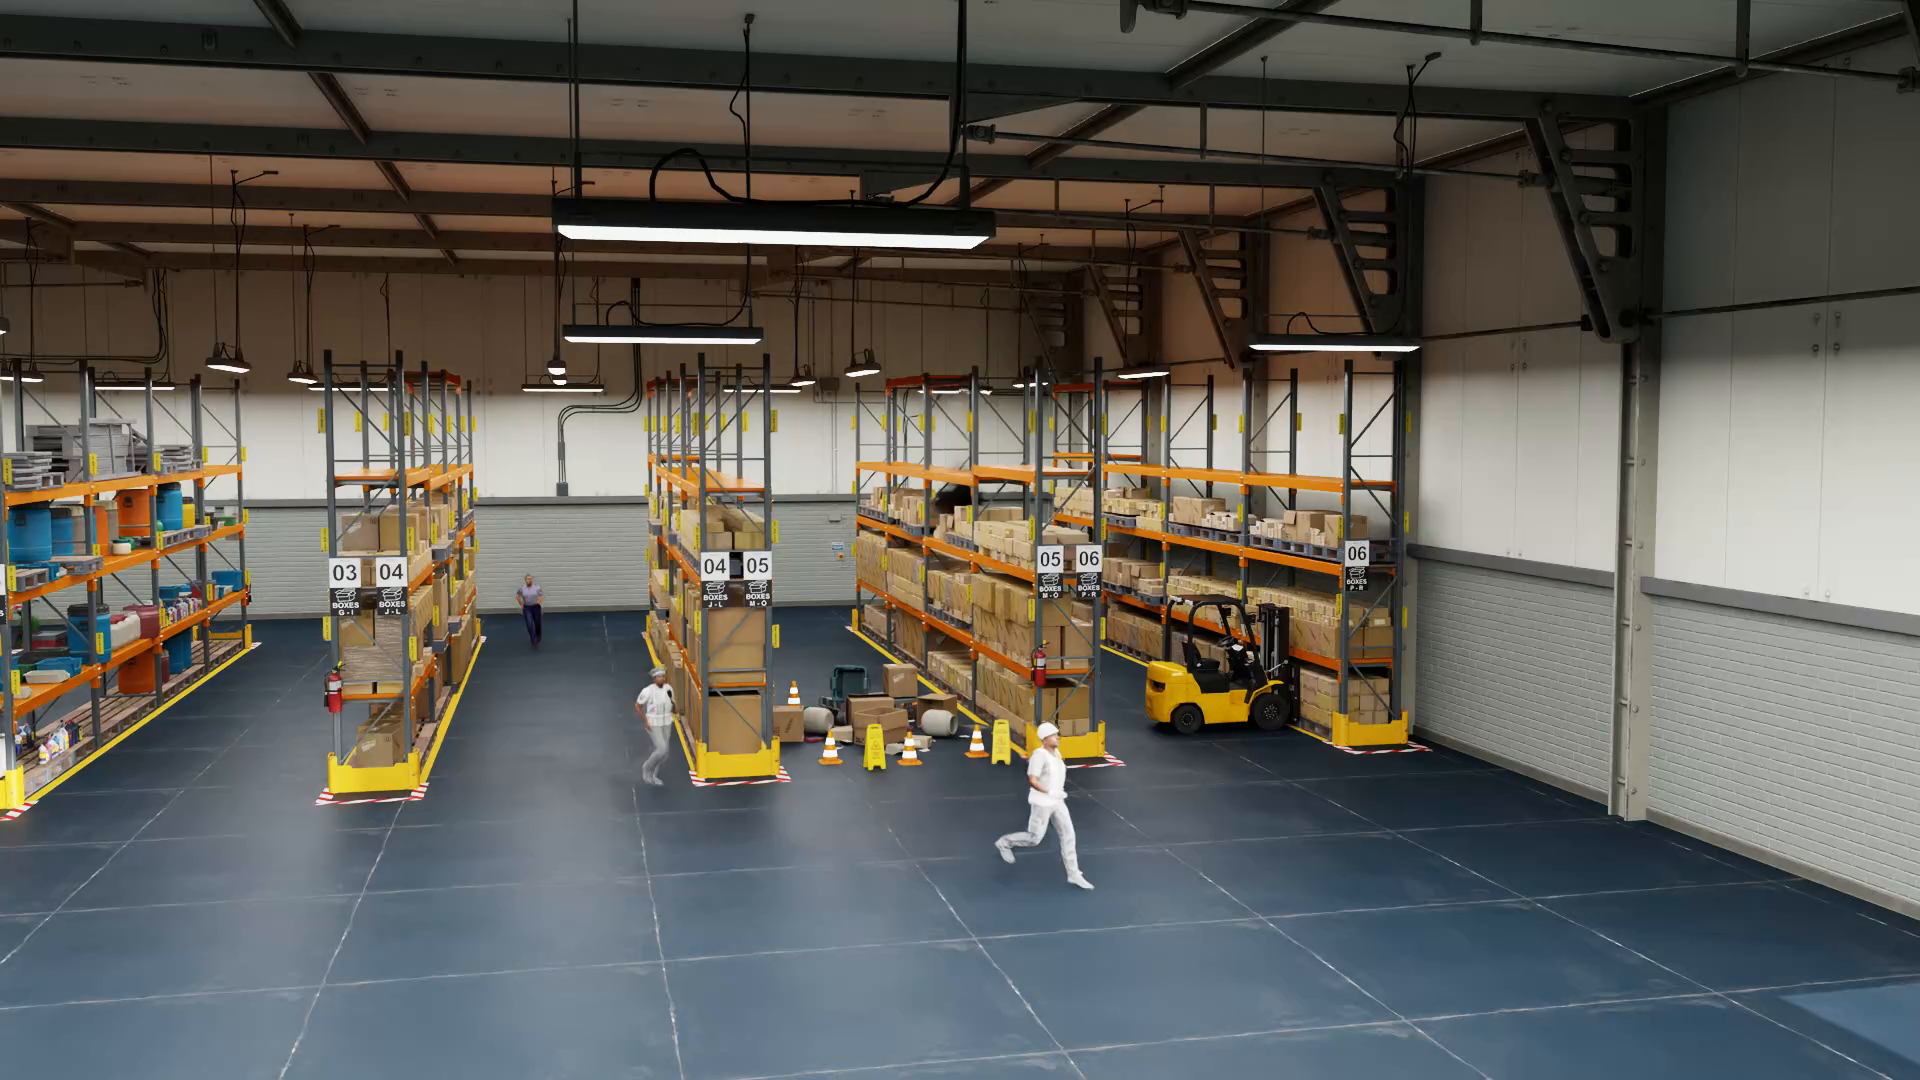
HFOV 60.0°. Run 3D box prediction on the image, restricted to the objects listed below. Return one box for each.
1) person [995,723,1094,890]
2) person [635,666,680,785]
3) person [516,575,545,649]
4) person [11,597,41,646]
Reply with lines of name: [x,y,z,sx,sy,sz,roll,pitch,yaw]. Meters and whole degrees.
person: [0.921,2.873,18.084,1.121,1.776,0.649,3,5,33]
person: [-4.127,2.564,22.996,0.559,1.667,0.591,-4,6,-45]
person: [-9.668,1.598,37.445,0.616,1.652,0.815,-1,4,-19]
person: [-20.786,1.562,36.997,0.759,1.783,0.715,0,4,0]
